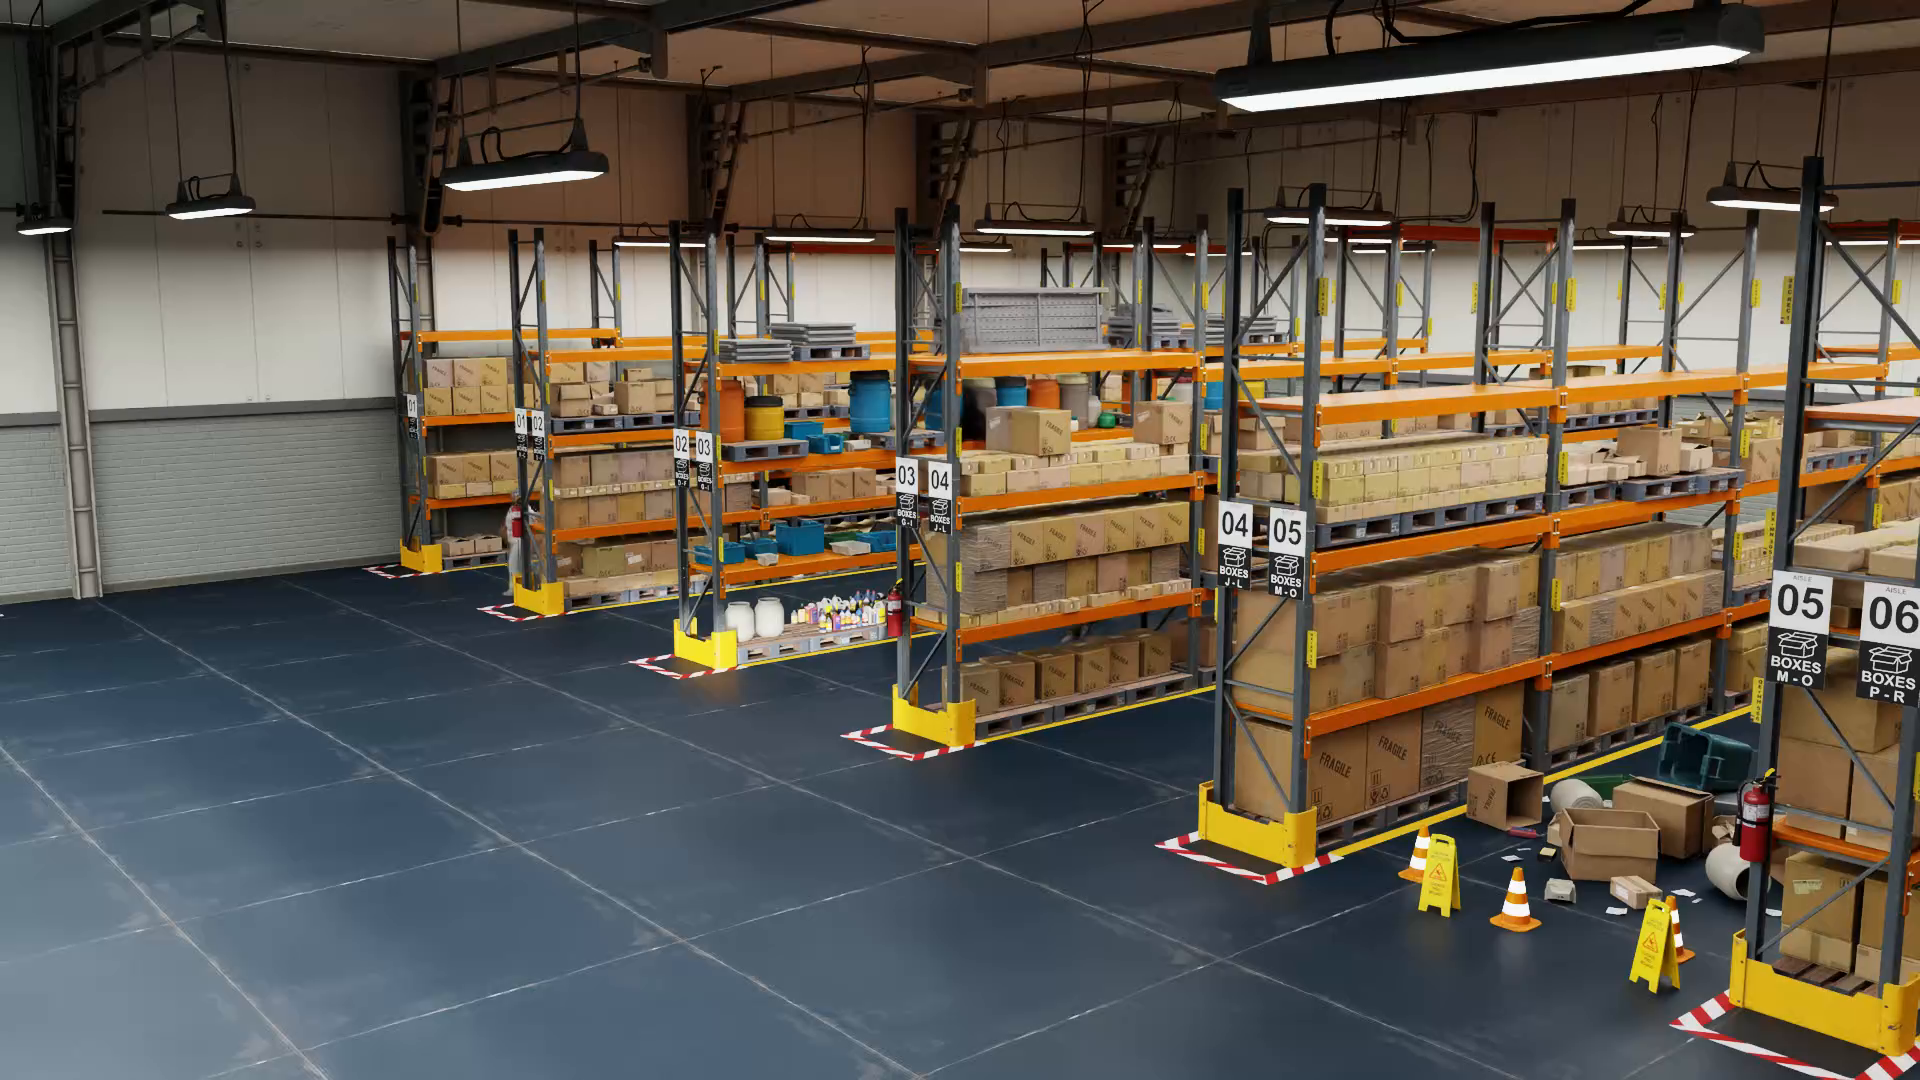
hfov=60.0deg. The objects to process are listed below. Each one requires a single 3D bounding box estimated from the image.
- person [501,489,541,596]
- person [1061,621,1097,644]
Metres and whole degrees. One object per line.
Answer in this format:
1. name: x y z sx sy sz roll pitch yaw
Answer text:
1. person: -7.386 0.018 28.010 0.851 1.789 0.701 -8 12 -42
2. person: 1.671 0.509 22.848 0.778 1.797 0.737 -8 12 -42
